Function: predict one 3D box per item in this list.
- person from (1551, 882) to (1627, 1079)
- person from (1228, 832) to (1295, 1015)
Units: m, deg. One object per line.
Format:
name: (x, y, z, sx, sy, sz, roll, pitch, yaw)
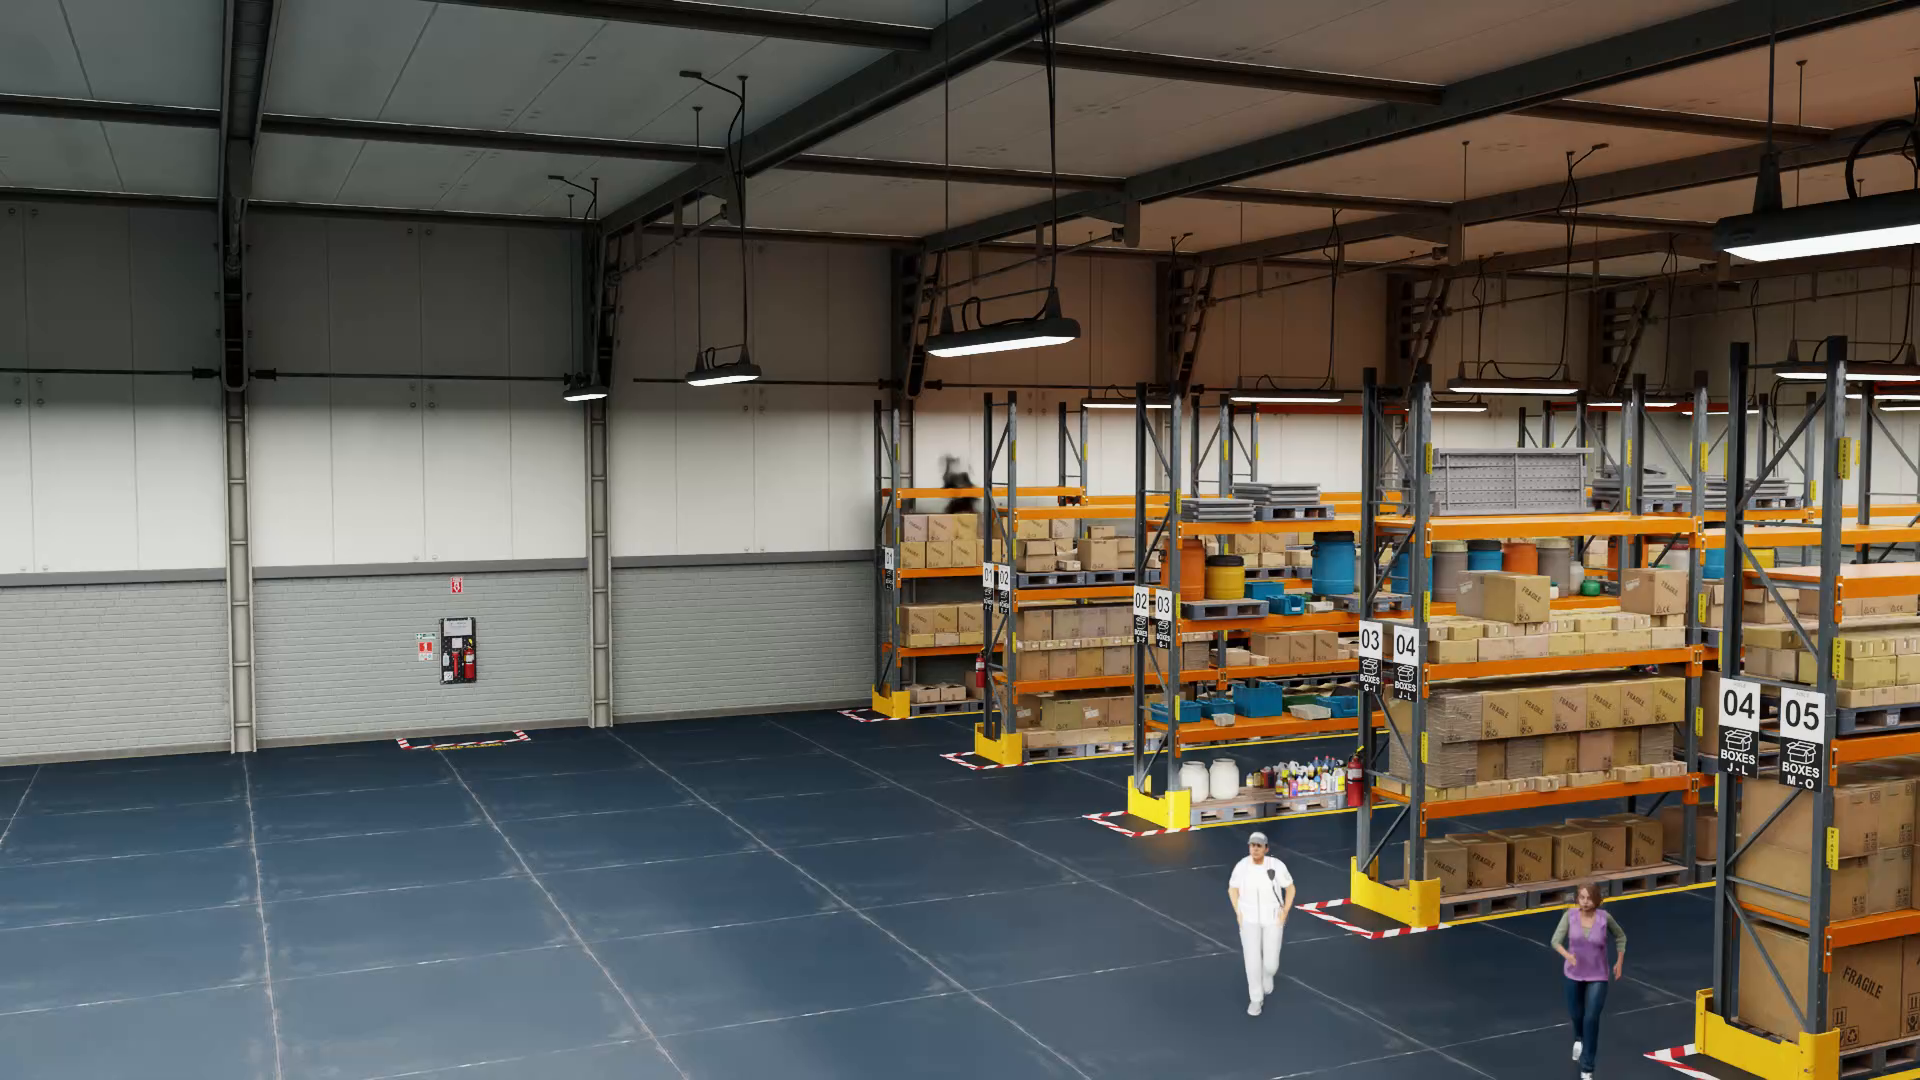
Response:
person: (5.103, 3.572, 13.523, 0.563, 1.621, 0.780, 2, 4, 27)
person: (2.748, 3.475, 15.193, 0.603, 1.639, 0.541, 1, 3, 15)
